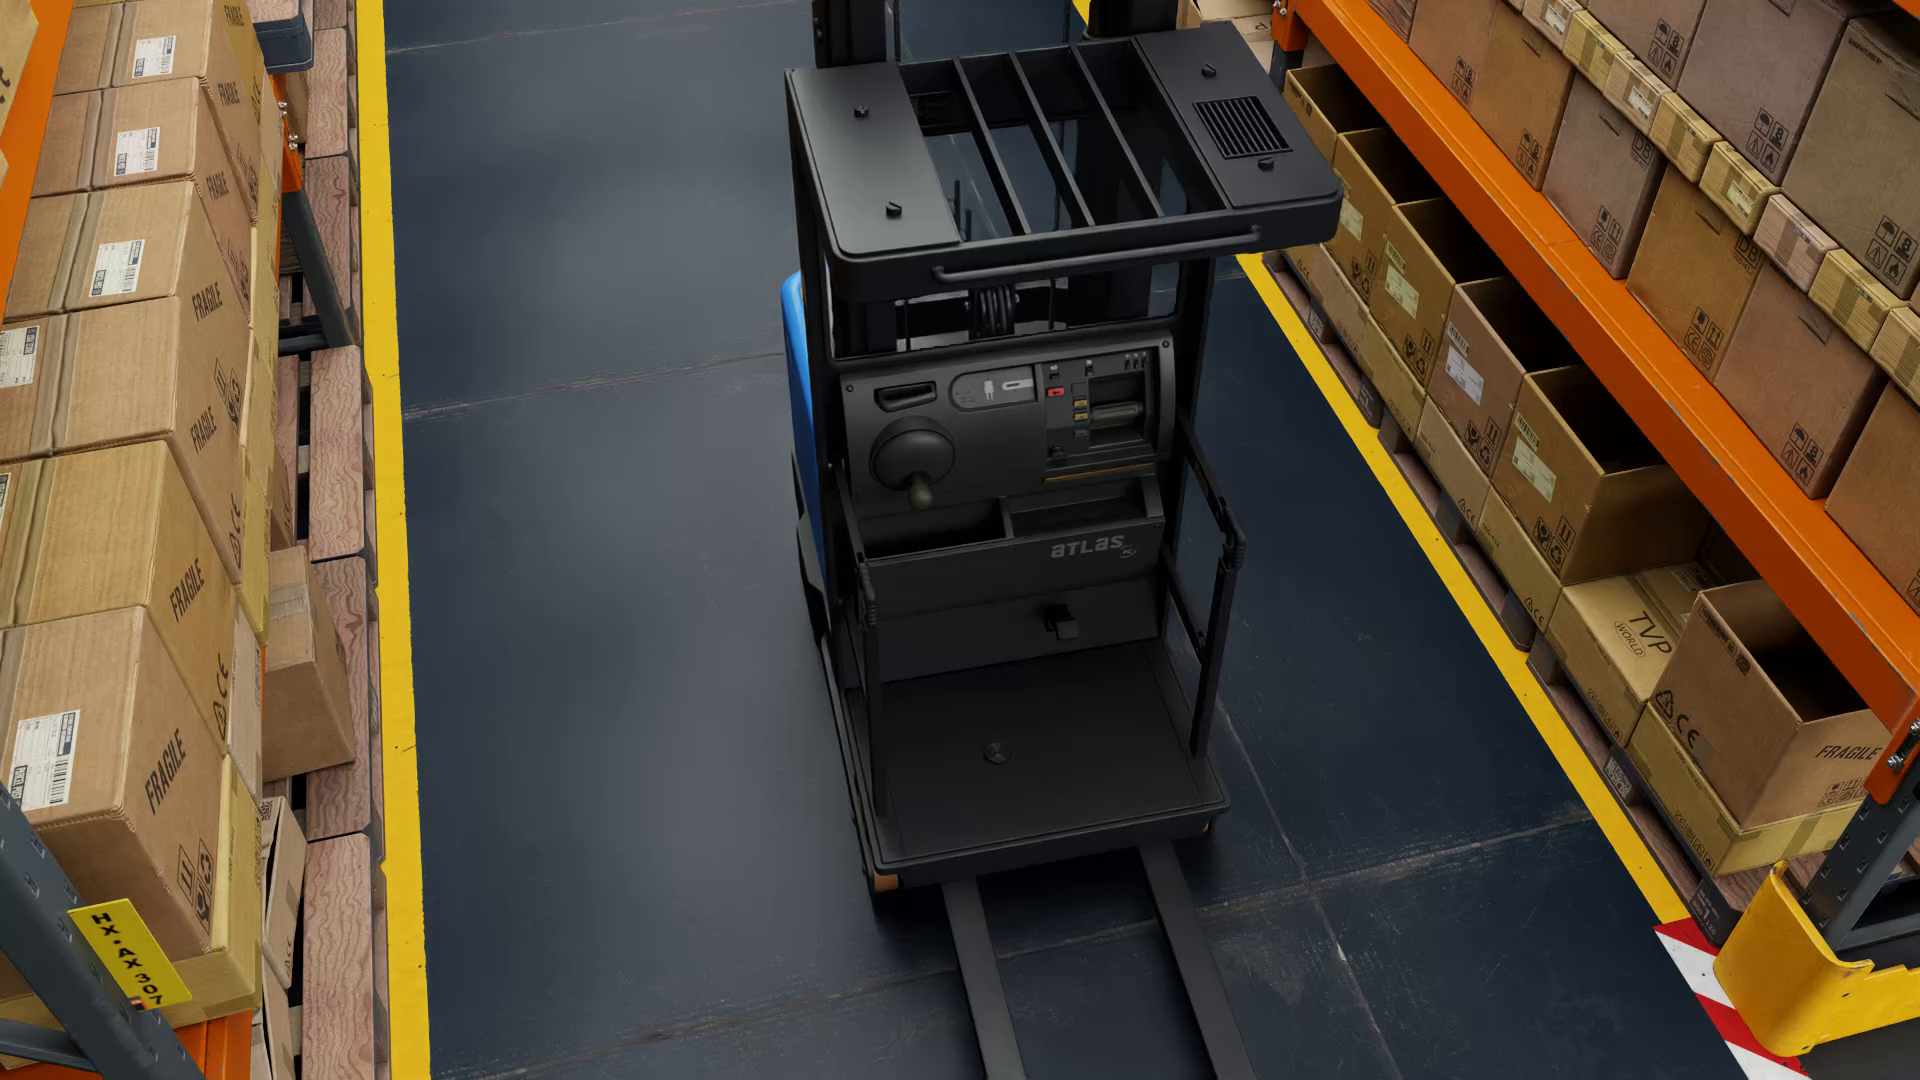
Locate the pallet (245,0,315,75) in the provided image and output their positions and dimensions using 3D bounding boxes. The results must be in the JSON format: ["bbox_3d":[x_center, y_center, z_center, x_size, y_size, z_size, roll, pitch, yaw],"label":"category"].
[{"bbox_3d":[-3.022,-2.132,6.374,1.003,0.211,1.213,-11,47,-10],"label":"pallet"}]

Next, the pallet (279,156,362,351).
[{"bbox_3d":[-3.167,-1.206,7.285,1.003,0.211,1.213,-11,47,-10],"label":"pallet"}]

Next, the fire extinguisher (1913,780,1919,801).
[{"bbox_3d":[2.426,0.402,3.810,0.296,0.674,0.183,-11,47,-10],"label":"fire extinguisher"}]

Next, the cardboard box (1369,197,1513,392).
[{"bbox_3d":[1.893,-0.933,6.170,0.500,0.500,0.500,-11,47,-10],"label":"cardboard box"}]

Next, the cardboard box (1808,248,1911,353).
[{"bbox_3d":[2.429,-0.640,4.253,0.380,0.149,0.250,-11,47,-11],"label":"cardboard box"}]

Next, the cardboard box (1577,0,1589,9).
[{"bbox_3d":[2.199,-2.043,5.174,0.700,0.500,0.500,-11,47,-10],"label":"cardboard box"}]

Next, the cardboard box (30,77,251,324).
[{"bbox_3d":[-2.295,-0.899,4.597,0.500,0.500,0.500,-12,47,-11],"label":"cardboard box"}]

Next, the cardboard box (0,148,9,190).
[{"bbox_3d":[-1.890,-0.629,2.582,0.500,0.500,0.500,-8,46,-8],"label":"cardboard box"}]

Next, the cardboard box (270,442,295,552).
[{"bbox_3d":[-2.662,-0.215,5.803,0.500,0.500,0.500,-14,47,-13],"label":"cardboard box"}]

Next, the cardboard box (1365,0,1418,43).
[{"bbox_3d":[1.941,-2.283,6.317,0.700,0.500,0.500,-12,47,-11],"label":"cardboard box"}]

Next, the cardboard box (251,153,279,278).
[{"bbox_3d":[-2.433,-0.983,5.204,0.500,0.250,0.500,-11,47,-10],"label":"cardboard box"}]

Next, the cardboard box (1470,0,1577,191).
[{"bbox_3d":[2.207,-1.573,5.622,0.700,0.500,0.500,-10,46,-10],"label":"cardboard box"}]

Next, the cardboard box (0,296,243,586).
[{"bbox_3d":[-2.017,-0.186,3.898,0.500,0.500,0.500,-12,47,-12],"label":"cardboard box"}]

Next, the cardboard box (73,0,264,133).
[{"bbox_3d":[-2.547,-1.592,5.276,0.500,0.500,0.500,-11,47,-10],"label":"cardboard box"}]

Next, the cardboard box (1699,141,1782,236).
[{"bbox_3d":[2.299,-0.995,4.601,0.380,0.149,0.250,-9,46,-9],"label":"cardboard box"}]

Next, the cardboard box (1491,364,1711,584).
[{"bbox_3d":[2.150,-0.243,5.494,0.500,0.500,0.500,-11,47,-10],"label":"cardboard box"}]

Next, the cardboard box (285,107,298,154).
[{"bbox_3d":[-3.352,-1.777,7.333,0.700,0.500,0.500,-12,47,-11],"label":"cardboard box"}]

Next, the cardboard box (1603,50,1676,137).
[{"bbox_3d":[2.164,-1.353,4.952,0.380,0.149,0.250,-11,47,-11],"label":"cardboard box"}]

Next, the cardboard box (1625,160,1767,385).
[{"bbox_3d":[2.477,-0.857,4.920,0.700,0.500,0.500,-10,46,-10],"label":"cardboard box"}]

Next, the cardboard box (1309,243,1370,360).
[{"bbox_3d":[1.770,-1.016,6.777,0.500,0.250,0.500,-11,47,-10],"label":"cardboard box"}]

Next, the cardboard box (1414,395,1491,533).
[{"bbox_3d":[2.027,-0.326,6.101,0.500,0.250,0.500,-11,47,-10],"label":"cardboard box"}]

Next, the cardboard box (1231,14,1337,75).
[{"bbox_3d":[1.440,-2.162,7.507,0.500,0.311,0.500,-11,47,-10],"label":"cardboard box"}]

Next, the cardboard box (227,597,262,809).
[{"bbox_3d":[-1.907,0.411,3.838,0.500,0.250,0.500,-12,47,-12],"label":"cardboard box"}]

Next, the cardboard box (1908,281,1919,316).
[{"bbox_3d":[2.724,-0.642,3.801,0.700,0.500,0.500,-11,47,-10],"label":"cardboard box"}]

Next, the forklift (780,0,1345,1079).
[{"bbox_3d":[0.188,-0.234,4.427,1.130,2.935,3.031,-9,46,-9],"label":"forklift"}]

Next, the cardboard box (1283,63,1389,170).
[{"bbox_3d":[1.637,-1.623,6.847,0.500,0.500,0.500,-11,47,-10],"label":"cardboard box"}]

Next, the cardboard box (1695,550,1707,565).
[{"bbox_3d":[2.664,-0.077,5.857,0.500,0.250,0.500,-11,47,-10],"label":"cardboard box"}]

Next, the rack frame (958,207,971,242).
[{"bbox_3d":[-0.080,-0.698,6.094,0.240,1.200,0.006,-9,46,-9],"label":"rack frame"}]

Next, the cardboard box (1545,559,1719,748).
[{"bbox_3d":[2.283,0.364,5.424,0.500,0.250,0.500,-11,47,-10],"label":"cardboard box"}]

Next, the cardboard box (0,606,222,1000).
[{"bbox_3d":[-1.774,0.515,3.211,0.500,0.500,0.500,-11,47,-10],"label":"cardboard box"}]

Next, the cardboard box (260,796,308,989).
[{"bbox_3d":[-2.179,1.016,4.729,0.500,0.311,0.500,-7,46,-7],"label":"cardboard box"}]

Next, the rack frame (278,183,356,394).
[{"bbox_3d":[-2.967,-1.645,5.762,1.000,3.000,0.127,-11,47,-10],"label":"rack frame"}]

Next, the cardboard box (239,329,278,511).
[{"bbox_3d":[-2.159,-0.291,4.526,0.500,0.250,0.500,-10,46,-10],"label":"cardboard box"}]

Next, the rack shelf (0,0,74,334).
[{"bbox_3d":[-2.455,-1.063,3.595,1.077,0.370,4.000,-11,47,-10],"label":"rack shelf"}]

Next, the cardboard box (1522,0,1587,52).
[{"bbox_3d":[2.036,-1.706,5.297,0.380,0.149,0.250,-12,47,-11],"label":"cardboard box"}]

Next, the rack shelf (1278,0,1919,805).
[{"bbox_3d":[2.333,-0.921,5.556,1.077,0.370,4.000,-11,47,-10],"label":"rack shelf"}]

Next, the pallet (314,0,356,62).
[{"bbox_3d":[-3.792,-2.891,8.935,1.003,0.211,1.213,-11,47,-10],"label":"pallet"}]

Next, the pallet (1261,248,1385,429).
[{"bbox_3d":[1.984,-1.021,7.103,1.003,0.211,1.213,-11,47,-10],"label":"pallet"}]

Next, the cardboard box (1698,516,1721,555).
[{"bbox_3d":[2.653,-0.338,5.587,0.500,0.500,0.500,-11,47,-10],"label":"cardboard box"}]

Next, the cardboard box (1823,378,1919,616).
[{"bbox_3d":[2.738,-0.152,4.228,0.700,0.500,0.500,-11,47,-10],"label":"cardboard box"}]

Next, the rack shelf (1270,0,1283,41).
[{"bbox_3d":[1.309,-3.683,8.262,1.077,0.370,4.000,-11,47,-10],"label":"rack shelf"}]

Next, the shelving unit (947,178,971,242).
[{"bbox_3d":[-0.100,-0.762,6.156,0.258,1.200,0.189,-9,46,-9],"label":"shelving unit"}]

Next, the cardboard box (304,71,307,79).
[{"bbox_3d":[-3.582,-2.484,8.026,0.700,0.500,0.500,-11,47,-11],"label":"cardboard box"}]

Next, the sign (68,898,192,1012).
[{"bbox_3d":[-1.418,0.714,2.844,0.100,0.325,0.005,-11,47,-10],"label":"sign"}]

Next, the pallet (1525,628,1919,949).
[{"bbox_3d":[2.609,0.664,5.452,1.003,0.211,1.213,-11,47,-10],"label":"pallet"}]

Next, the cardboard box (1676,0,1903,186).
[{"bbox_3d":[2.455,-1.352,4.497,0.700,0.500,0.500,-11,47,-10],"label":"cardboard box"}]
